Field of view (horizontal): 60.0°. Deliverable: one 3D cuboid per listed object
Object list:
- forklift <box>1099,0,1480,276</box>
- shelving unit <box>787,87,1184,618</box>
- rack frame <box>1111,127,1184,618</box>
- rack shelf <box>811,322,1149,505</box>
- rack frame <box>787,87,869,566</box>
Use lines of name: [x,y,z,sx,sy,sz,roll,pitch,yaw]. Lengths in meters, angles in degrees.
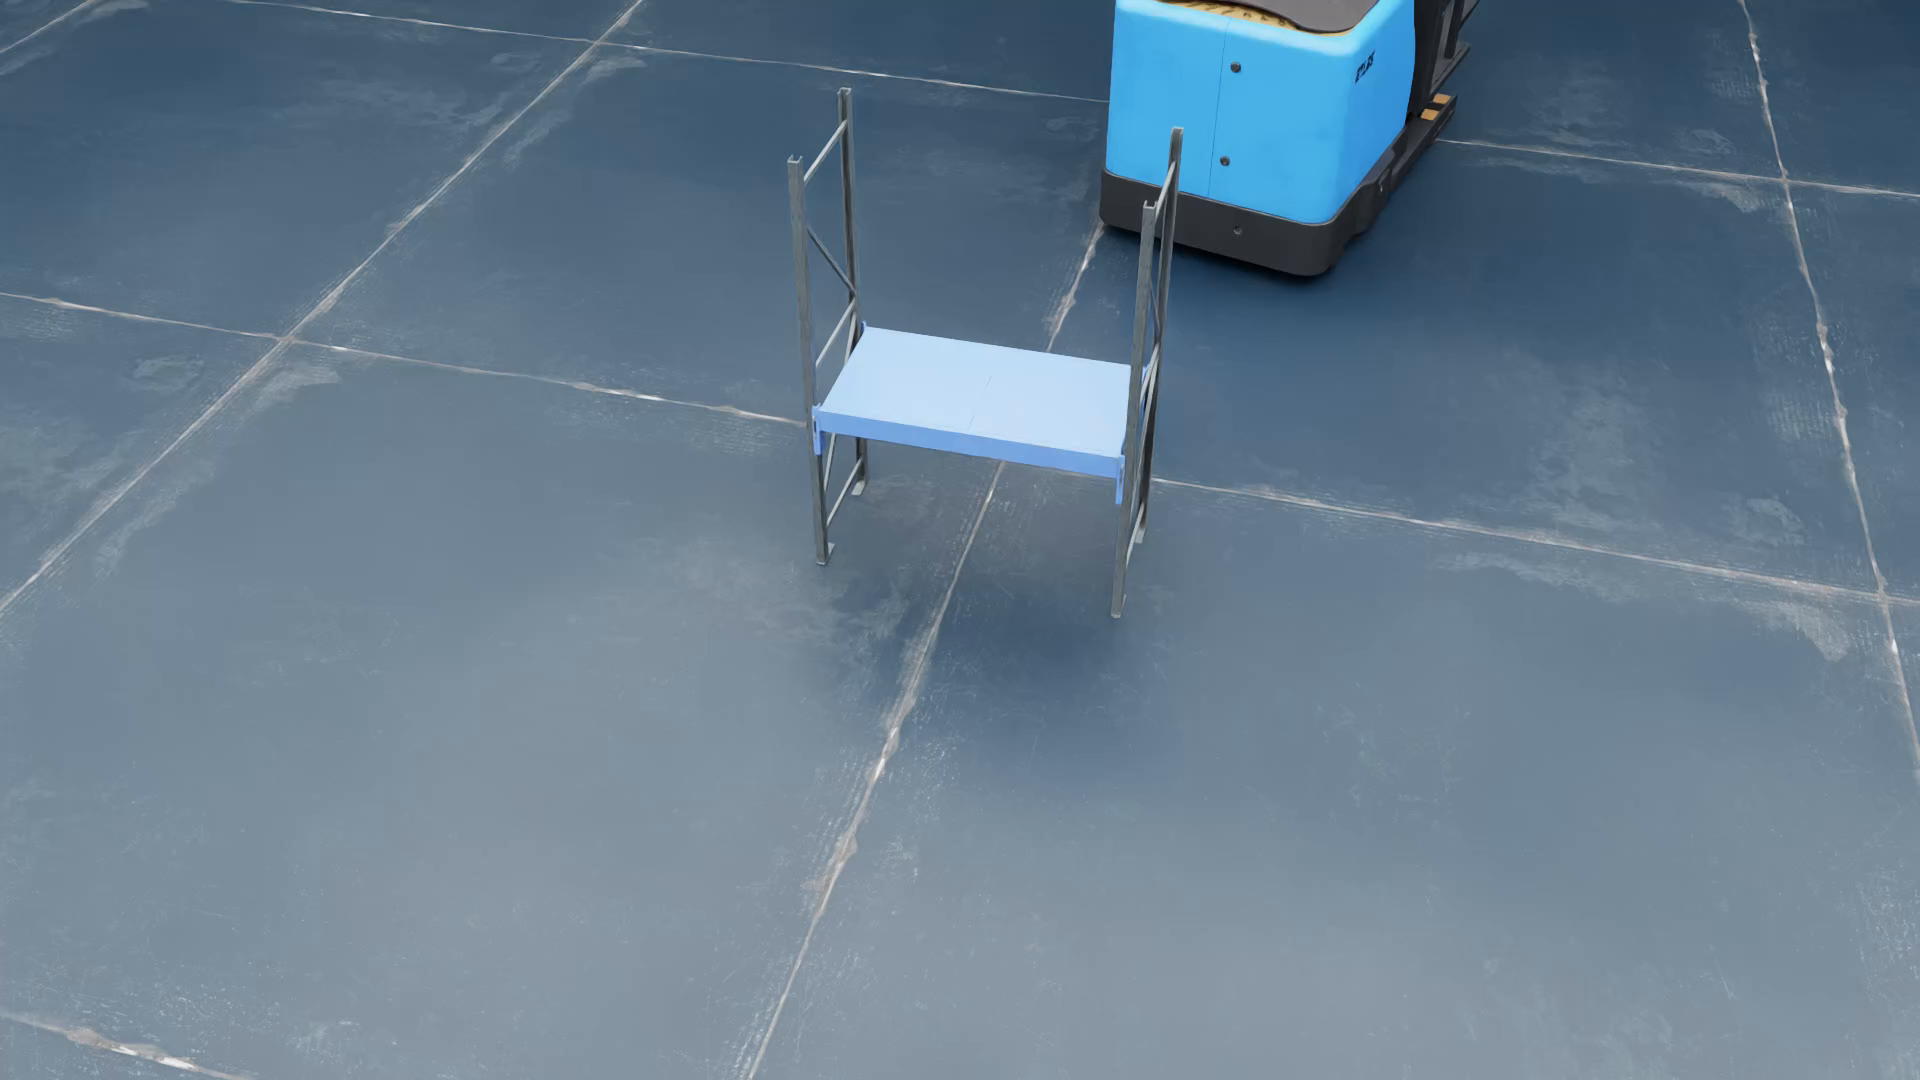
forklift: [1.774,-3.160,7.233,1.130,2.935,3.031,20,44,22]
shelving unit: [0.082,-0.560,5.251,1.048,1.500,0.538,10,41,11]
rack frame: [0.573,-0.476,5.150,0.032,1.500,0.500,10,41,11]
rack shelf: [0.082,-0.422,5.366,1.000,0.185,0.538,10,41,11]
rack frame: [-0.409,-0.645,5.351,0.032,1.500,0.500,10,41,11]
